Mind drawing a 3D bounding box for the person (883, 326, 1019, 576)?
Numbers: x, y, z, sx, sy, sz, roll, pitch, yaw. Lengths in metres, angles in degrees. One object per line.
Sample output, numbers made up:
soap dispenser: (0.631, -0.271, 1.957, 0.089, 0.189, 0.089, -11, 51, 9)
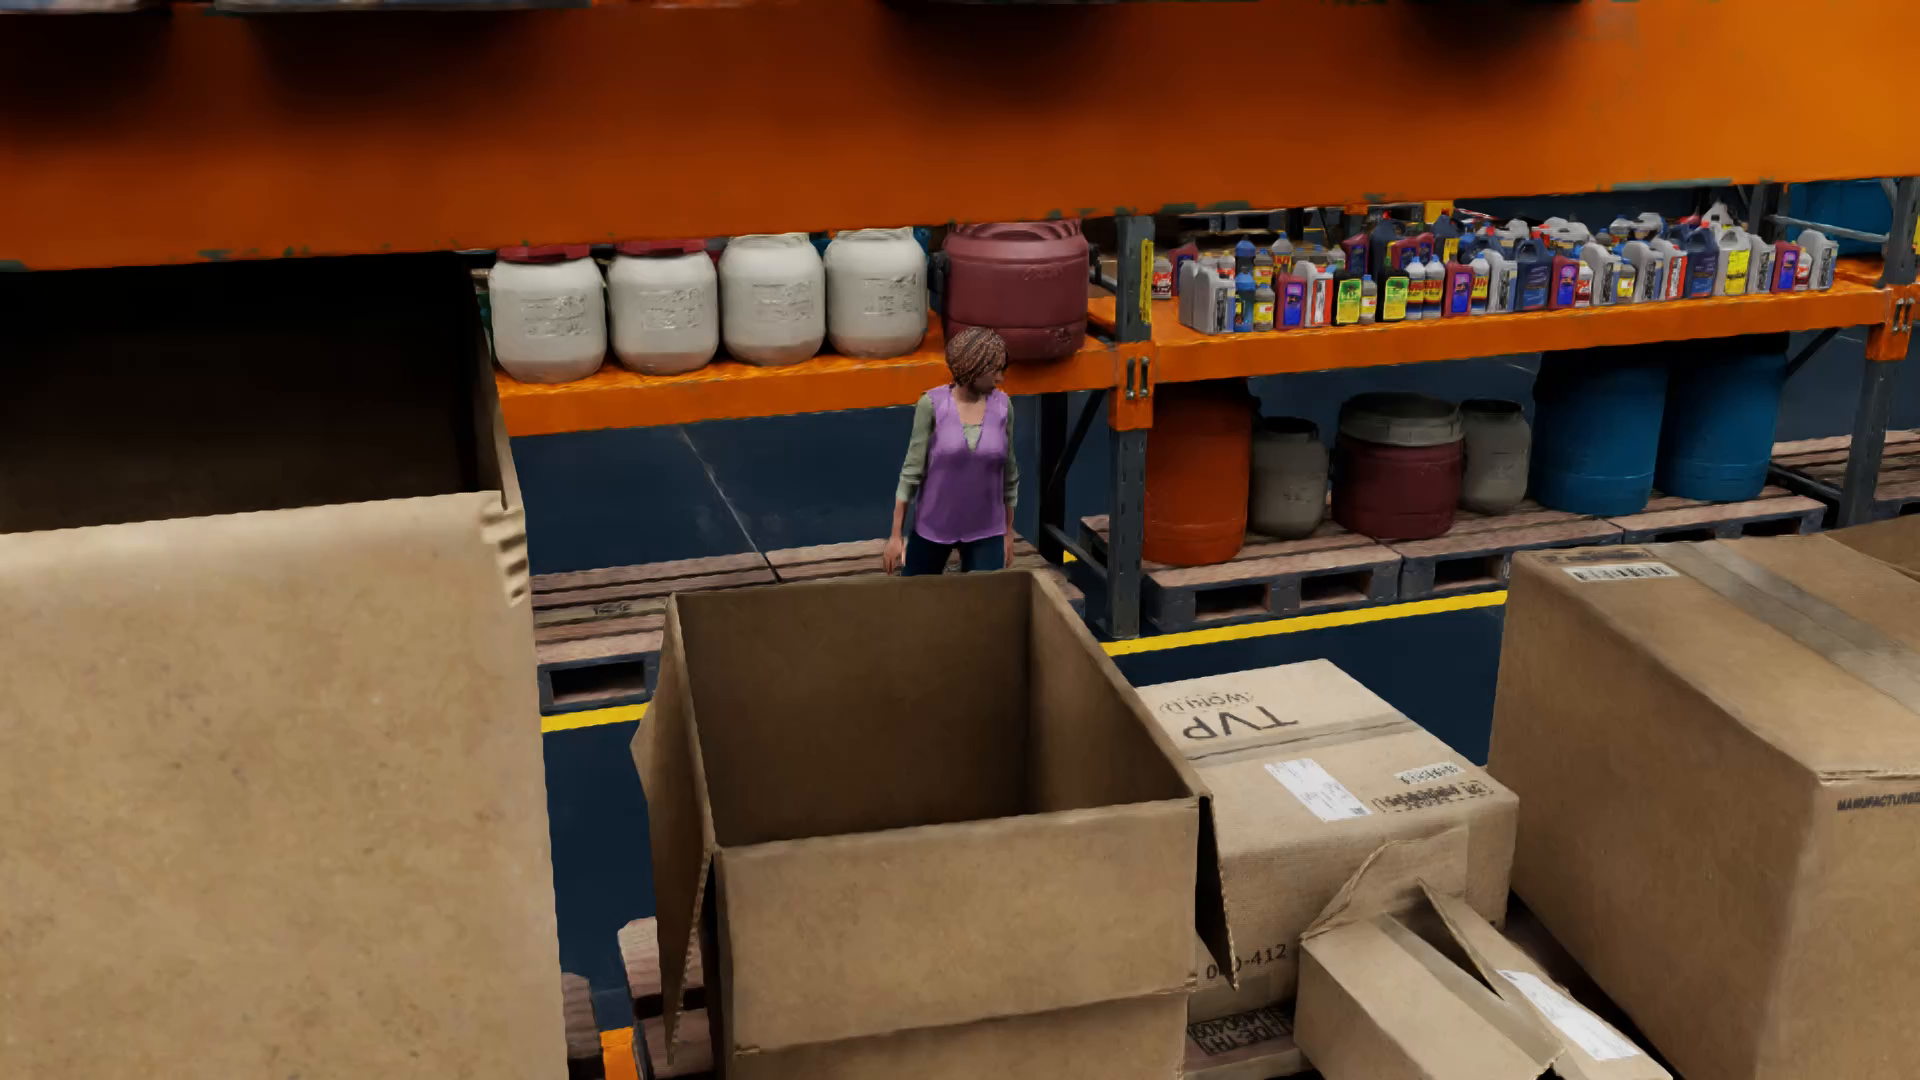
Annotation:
person: (-0.039, -0.017, 6.143, 0.522, 1.556, 0.389, -1, 20, -2)
